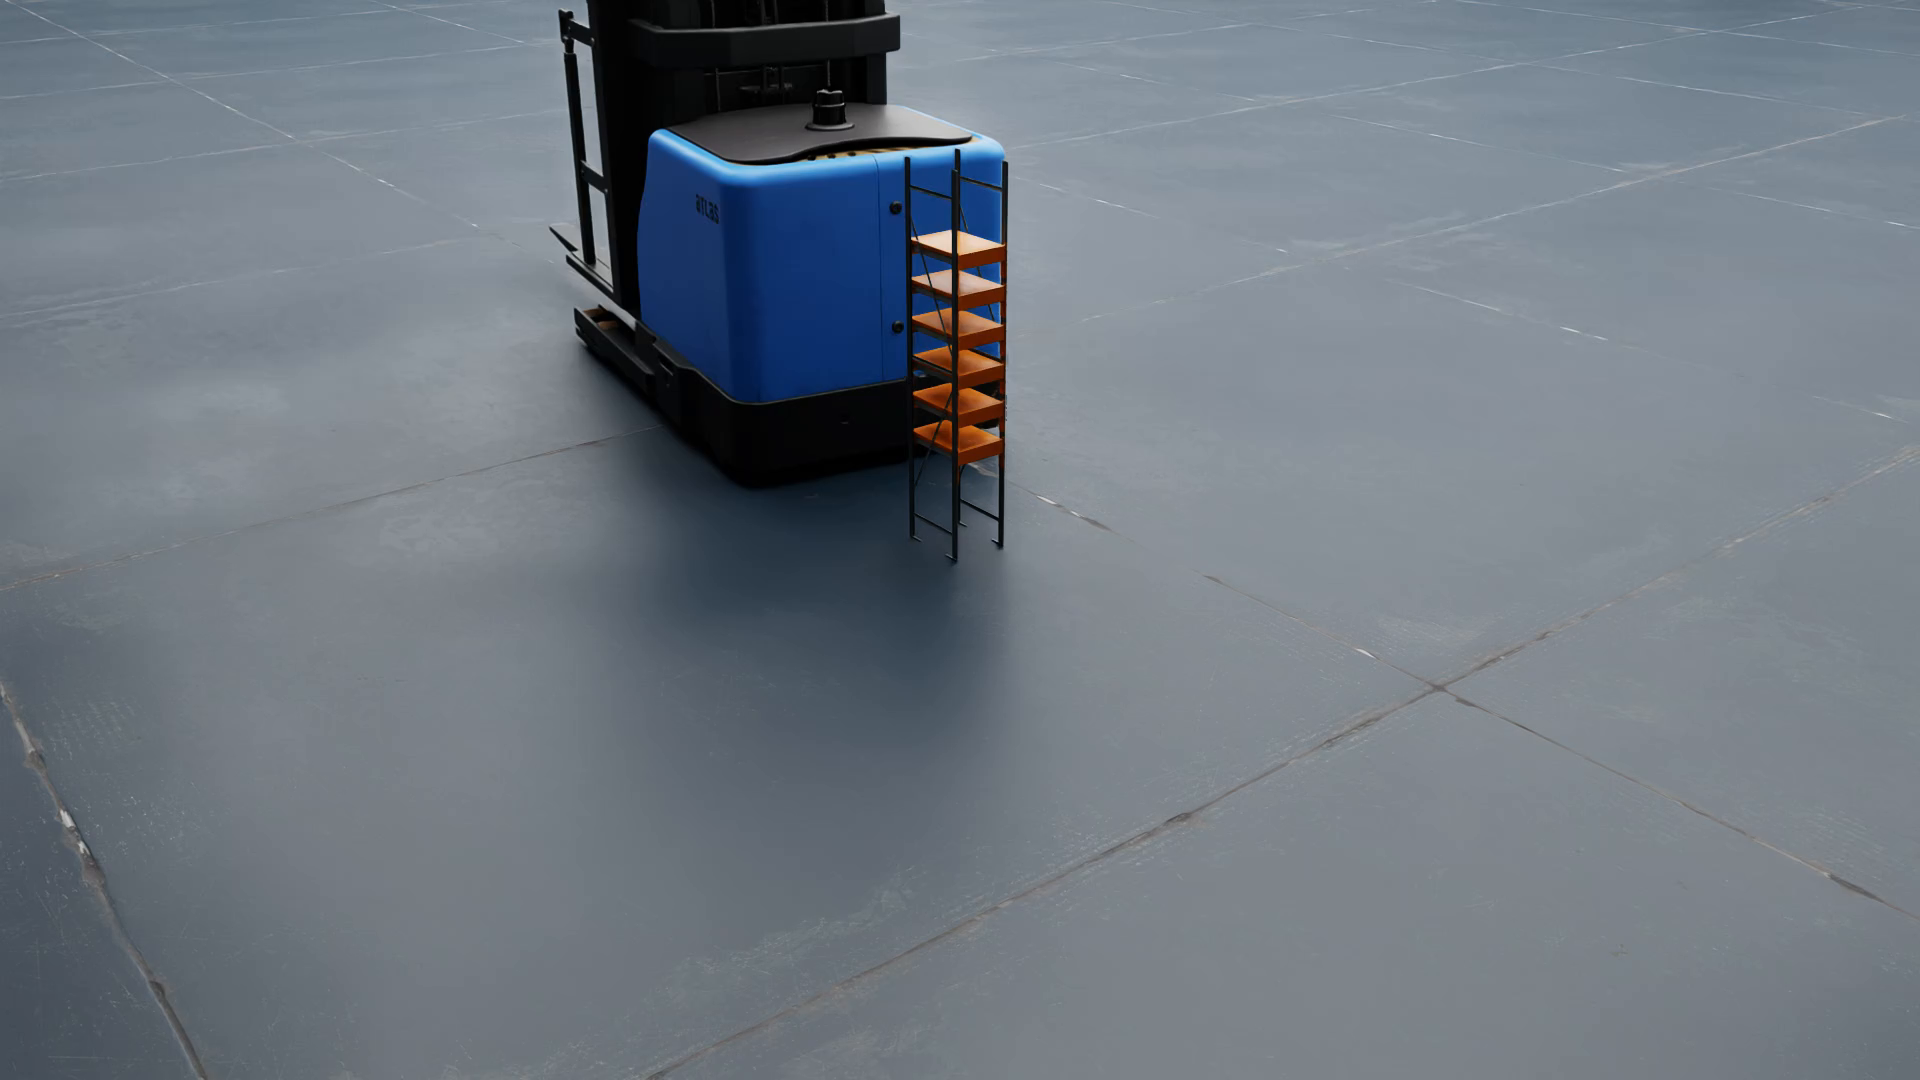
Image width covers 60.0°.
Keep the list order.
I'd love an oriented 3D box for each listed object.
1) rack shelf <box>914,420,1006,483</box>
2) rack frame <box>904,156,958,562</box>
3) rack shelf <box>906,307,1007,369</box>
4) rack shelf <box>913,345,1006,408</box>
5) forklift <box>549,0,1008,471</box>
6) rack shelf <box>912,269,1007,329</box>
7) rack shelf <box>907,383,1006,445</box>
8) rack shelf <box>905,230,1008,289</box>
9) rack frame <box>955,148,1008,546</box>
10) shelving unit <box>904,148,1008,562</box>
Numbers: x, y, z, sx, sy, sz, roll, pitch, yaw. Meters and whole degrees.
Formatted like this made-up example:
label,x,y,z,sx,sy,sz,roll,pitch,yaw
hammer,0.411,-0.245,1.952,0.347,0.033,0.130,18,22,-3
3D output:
label,x,y,z,sx,sy,sz,roll,pitch,yaw
rack shelf,-0.011,-0.282,5.109,0.180,0.103,0.258,-18,31,-34
rack frame,-0.083,-0.517,4.938,0.006,1.200,0.240,-18,31,-34
rack shelf,-0.011,-0.609,4.957,0.180,0.103,0.258,-18,31,-34
rack shelf,-0.011,-0.500,5.008,0.180,0.103,0.258,-18,31,-34
forklift,-0.965,-2.145,6.390,1.130,2.935,3.031,-13,28,-25
rack shelf,-0.011,-0.718,4.907,0.180,0.103,0.258,-18,31,-34
rack shelf,-0.011,-0.391,5.059,0.180,0.103,0.258,-18,31,-34
rack shelf,-0.011,-0.827,4.856,0.180,0.103,0.258,-18,31,-34
rack frame,0.061,-0.564,5.041,0.006,1.200,0.240,-18,31,-34
shelving unit,-0.011,-0.540,4.989,0.189,1.200,0.258,-18,31,-34
